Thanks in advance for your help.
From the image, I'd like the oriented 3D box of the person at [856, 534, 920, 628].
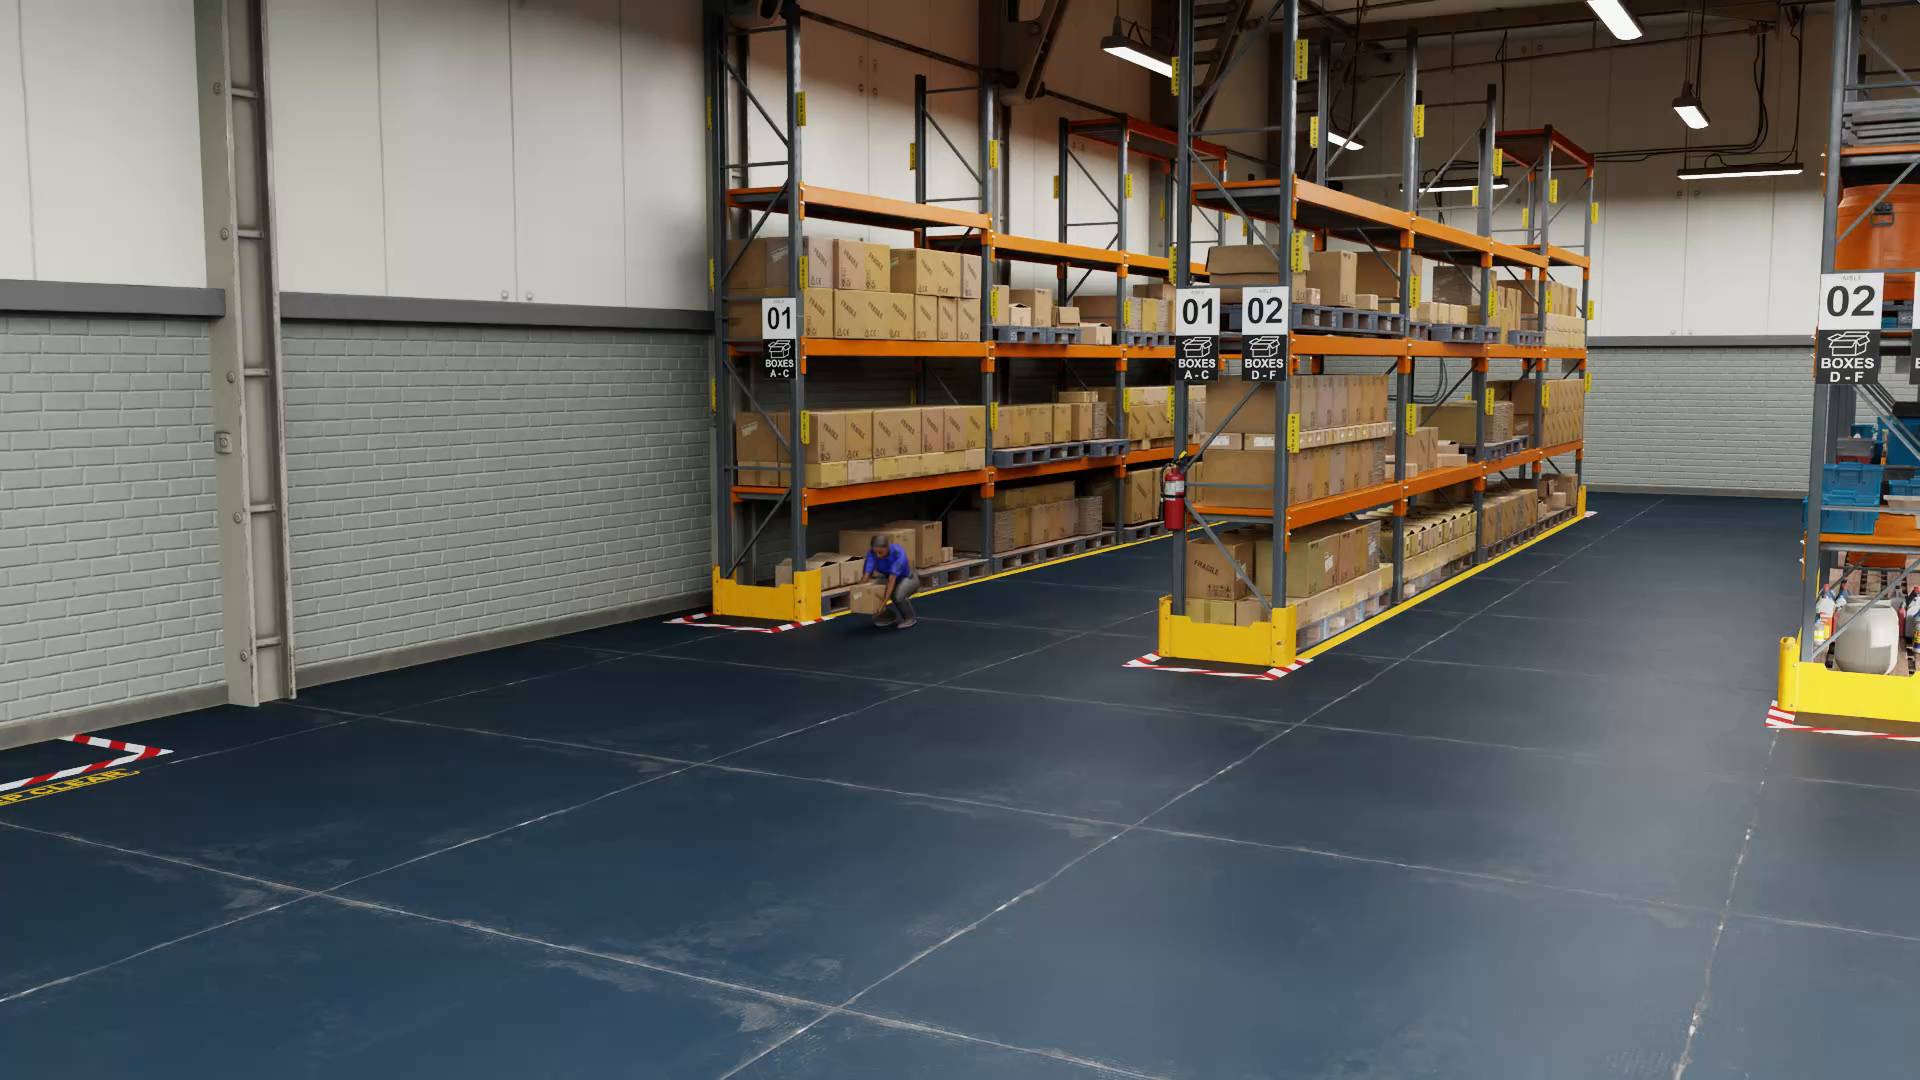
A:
[{"bbox_3d":[-0.703,0.392,16.144,0.462,0.949,0.837,3,7,30],"label":"person"}]
